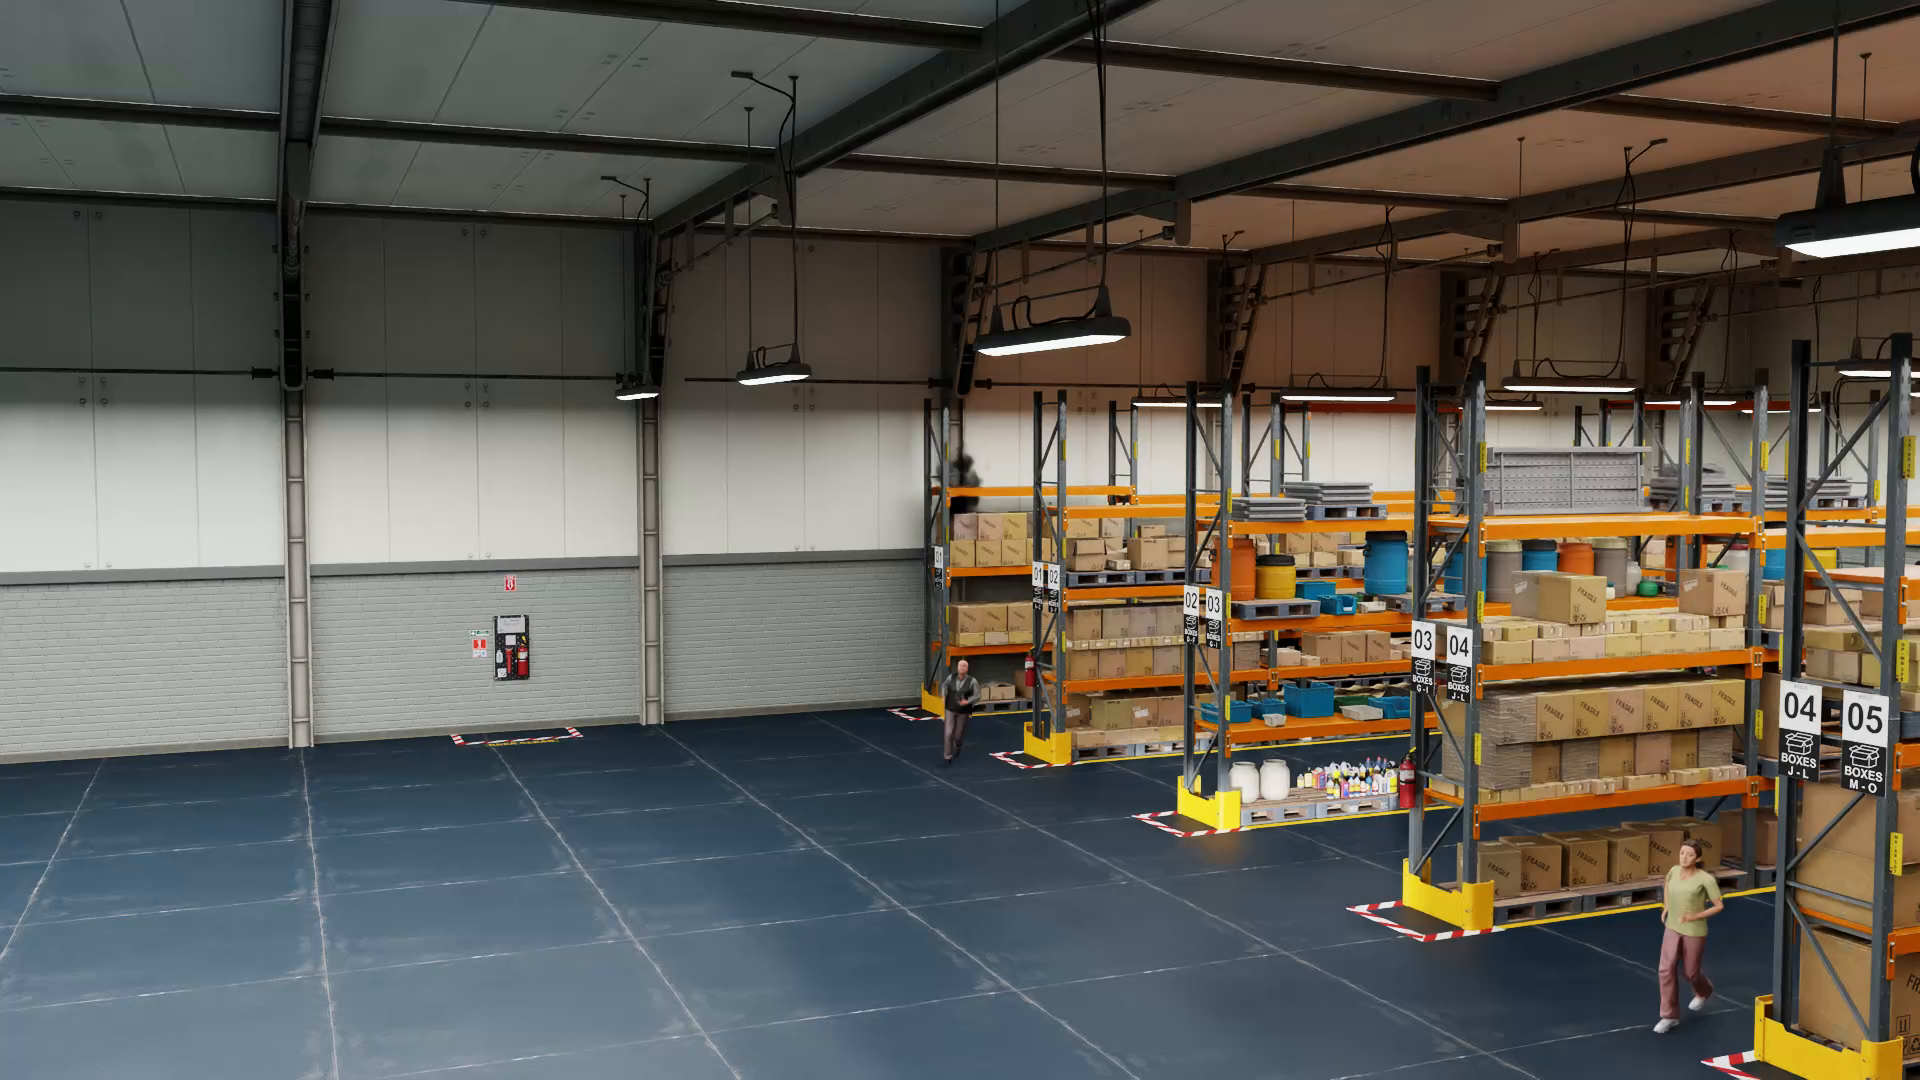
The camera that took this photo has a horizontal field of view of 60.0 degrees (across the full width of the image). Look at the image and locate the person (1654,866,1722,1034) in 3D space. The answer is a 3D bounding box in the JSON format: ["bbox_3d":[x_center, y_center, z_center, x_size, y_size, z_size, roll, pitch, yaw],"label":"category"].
[{"bbox_3d":[6.454,3.597,14.704,0.837,1.424,0.545,-3,4,-41],"label":"person"}]

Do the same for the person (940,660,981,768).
[{"bbox_3d":[0.008,2.769,26.718,0.696,1.698,0.796,1,3,13],"label":"person"}]
